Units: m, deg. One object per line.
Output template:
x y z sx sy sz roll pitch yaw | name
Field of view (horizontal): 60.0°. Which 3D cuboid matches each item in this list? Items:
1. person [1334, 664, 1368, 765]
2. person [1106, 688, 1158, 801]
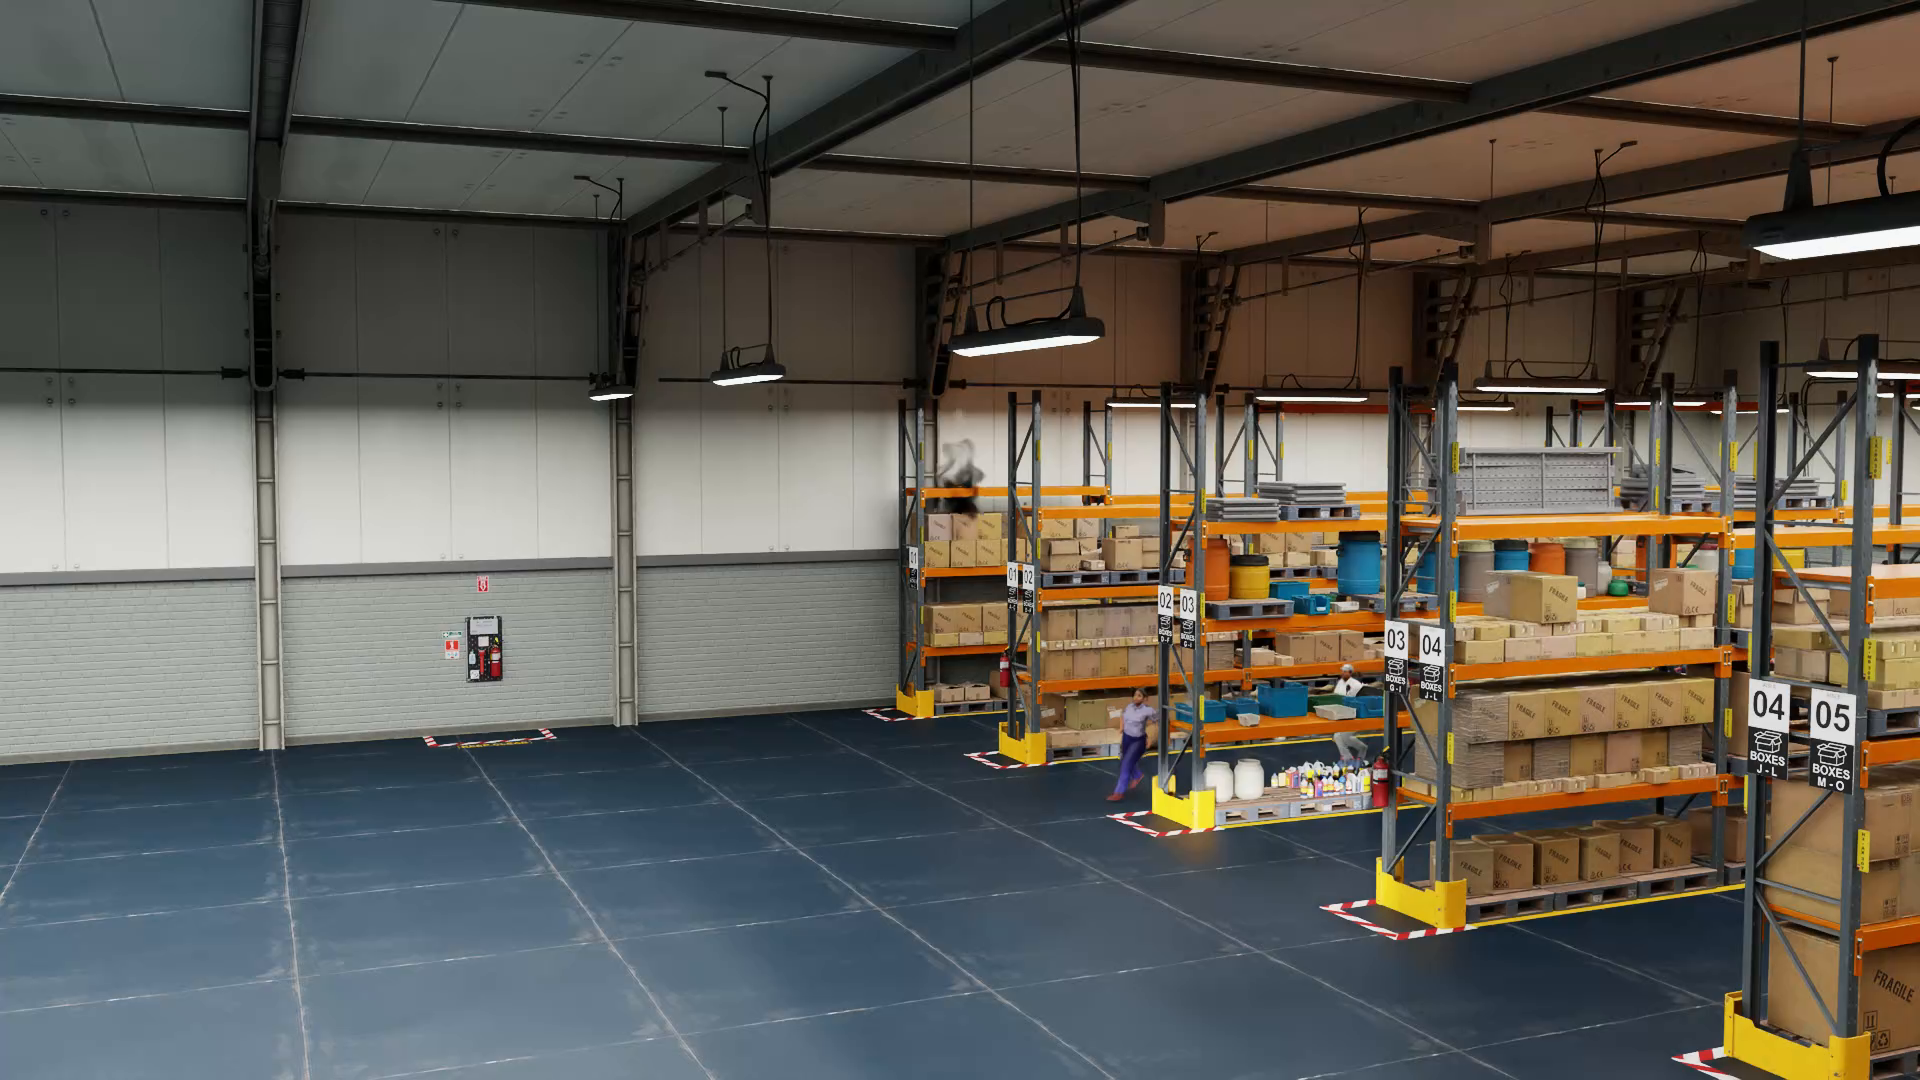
6.218 2.797 26.641 0.531 1.639 0.613 -2 4 -29 | person
2.542 2.944 24.088 0.905 1.612 0.685 -3 5 -44 | person
